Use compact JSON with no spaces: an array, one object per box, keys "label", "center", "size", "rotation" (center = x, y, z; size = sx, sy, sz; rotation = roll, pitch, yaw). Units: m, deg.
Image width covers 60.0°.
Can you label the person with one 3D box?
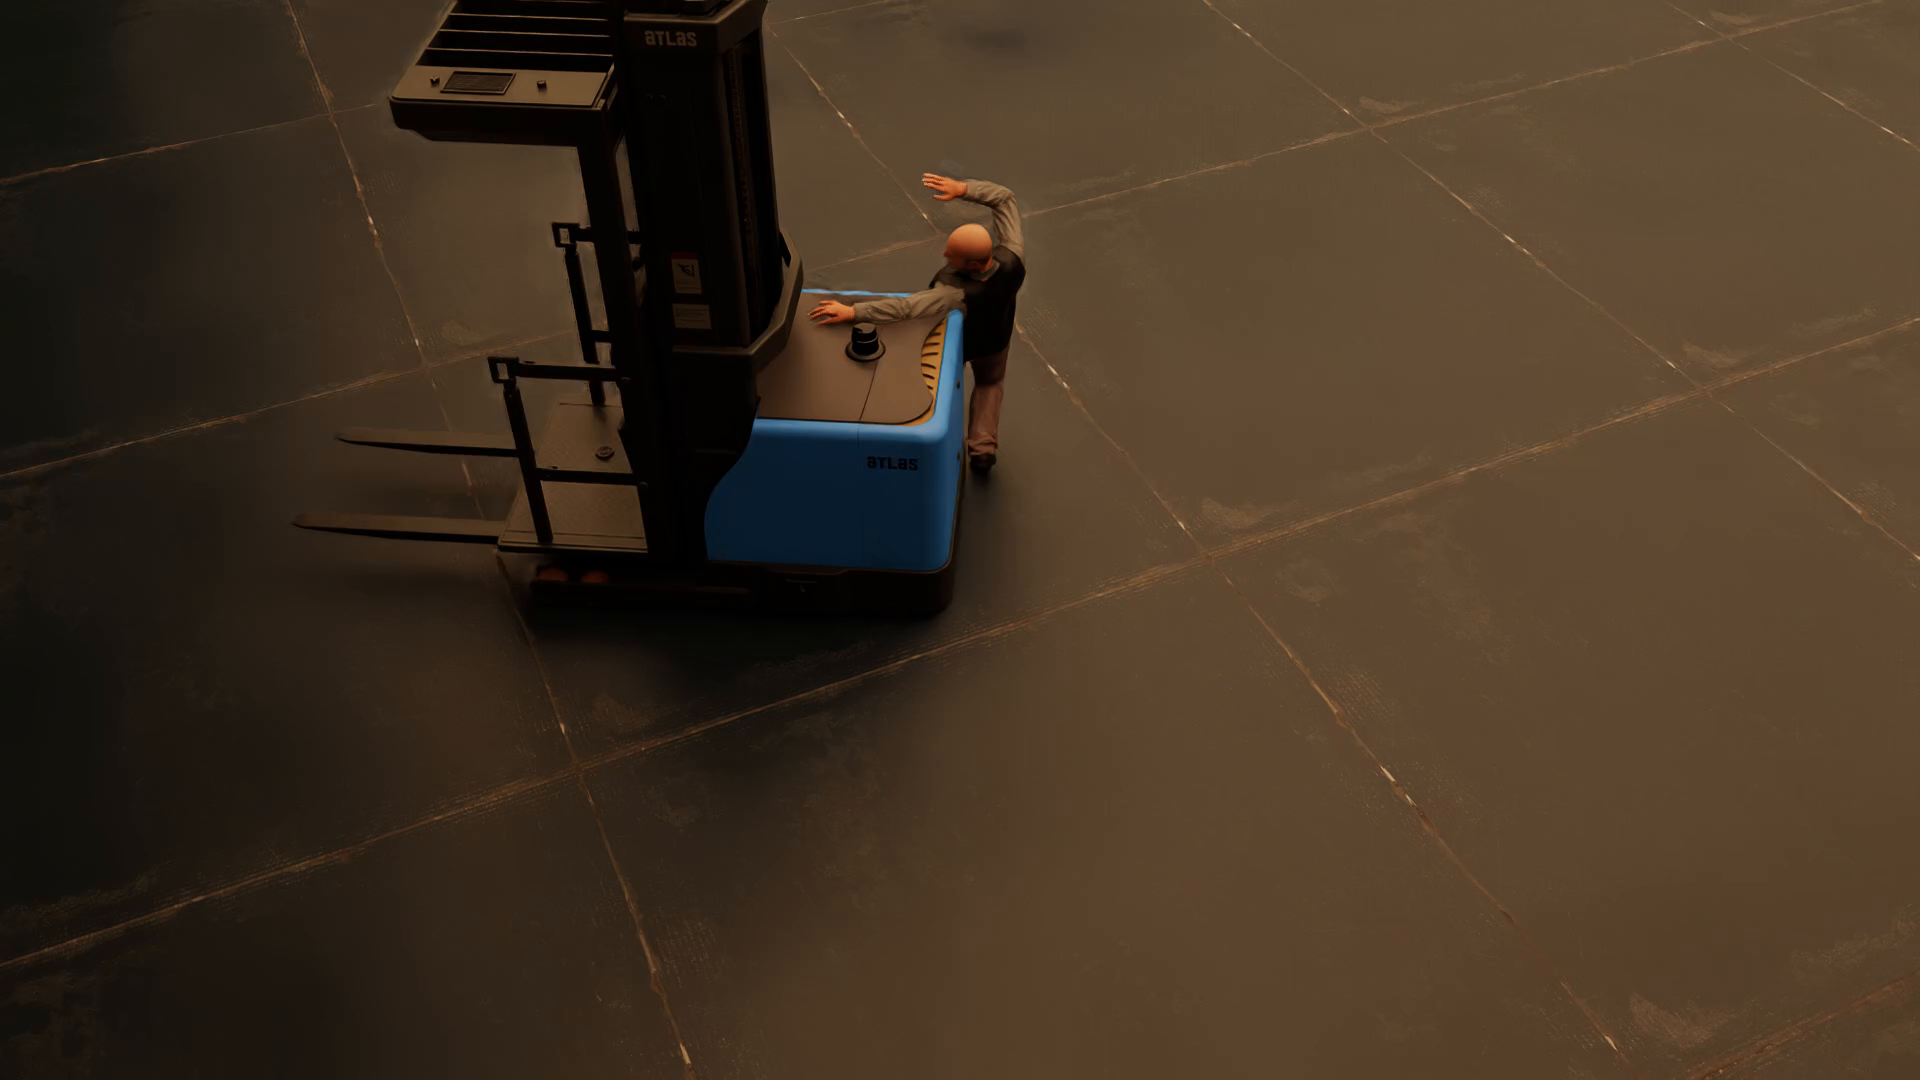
[{"label":"person","center":[-0.261,-1.007,7.815],"size":[1.065,1.551,0.873],"rotation":[-14,45,-14]}]

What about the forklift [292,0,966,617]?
[{"label":"forklift","center":[-1.516,-1.130,6.891],"size":[3.031,2.935,1.130],"rotation":[3,43,3]}]
